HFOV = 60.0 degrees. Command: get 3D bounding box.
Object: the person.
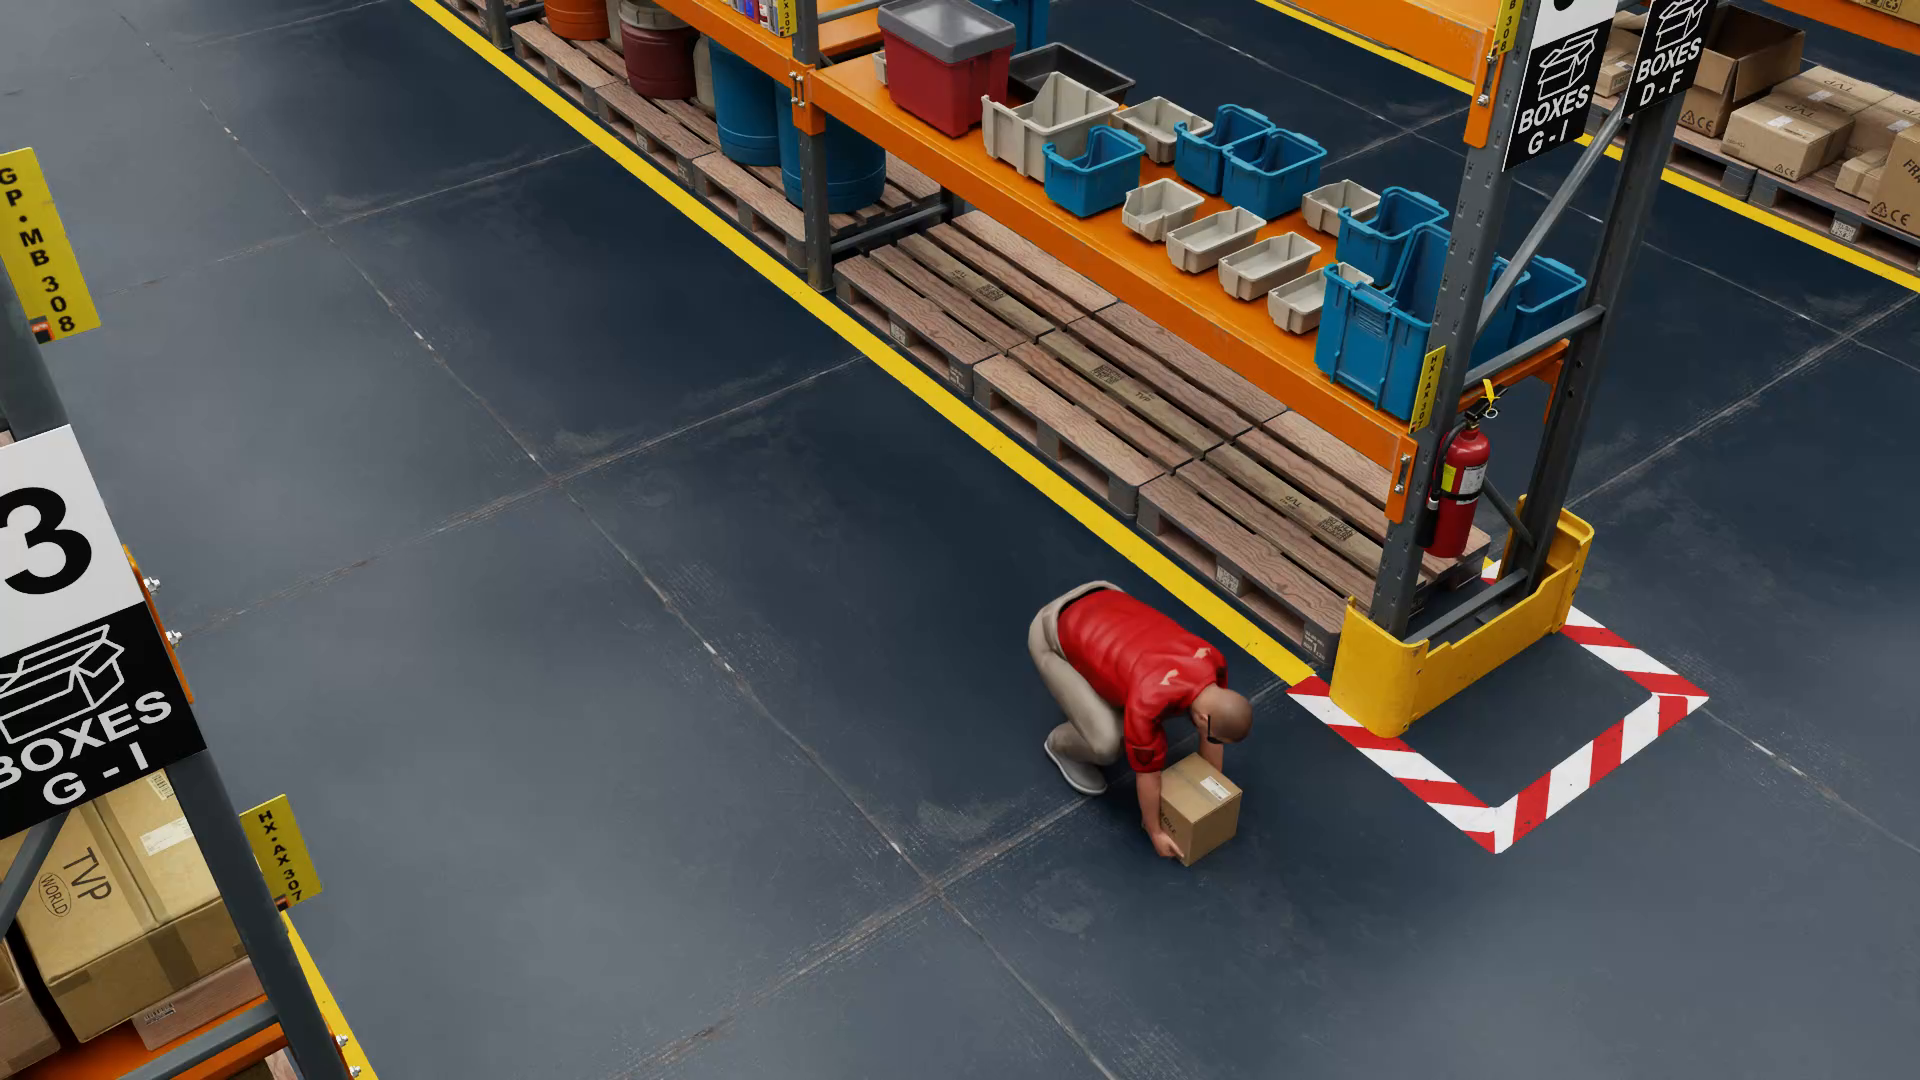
[{"bbox_3d":[0.671,0.630,6.172,0.533,0.803,0.951,-28,47,-29],"label":"person"}]
